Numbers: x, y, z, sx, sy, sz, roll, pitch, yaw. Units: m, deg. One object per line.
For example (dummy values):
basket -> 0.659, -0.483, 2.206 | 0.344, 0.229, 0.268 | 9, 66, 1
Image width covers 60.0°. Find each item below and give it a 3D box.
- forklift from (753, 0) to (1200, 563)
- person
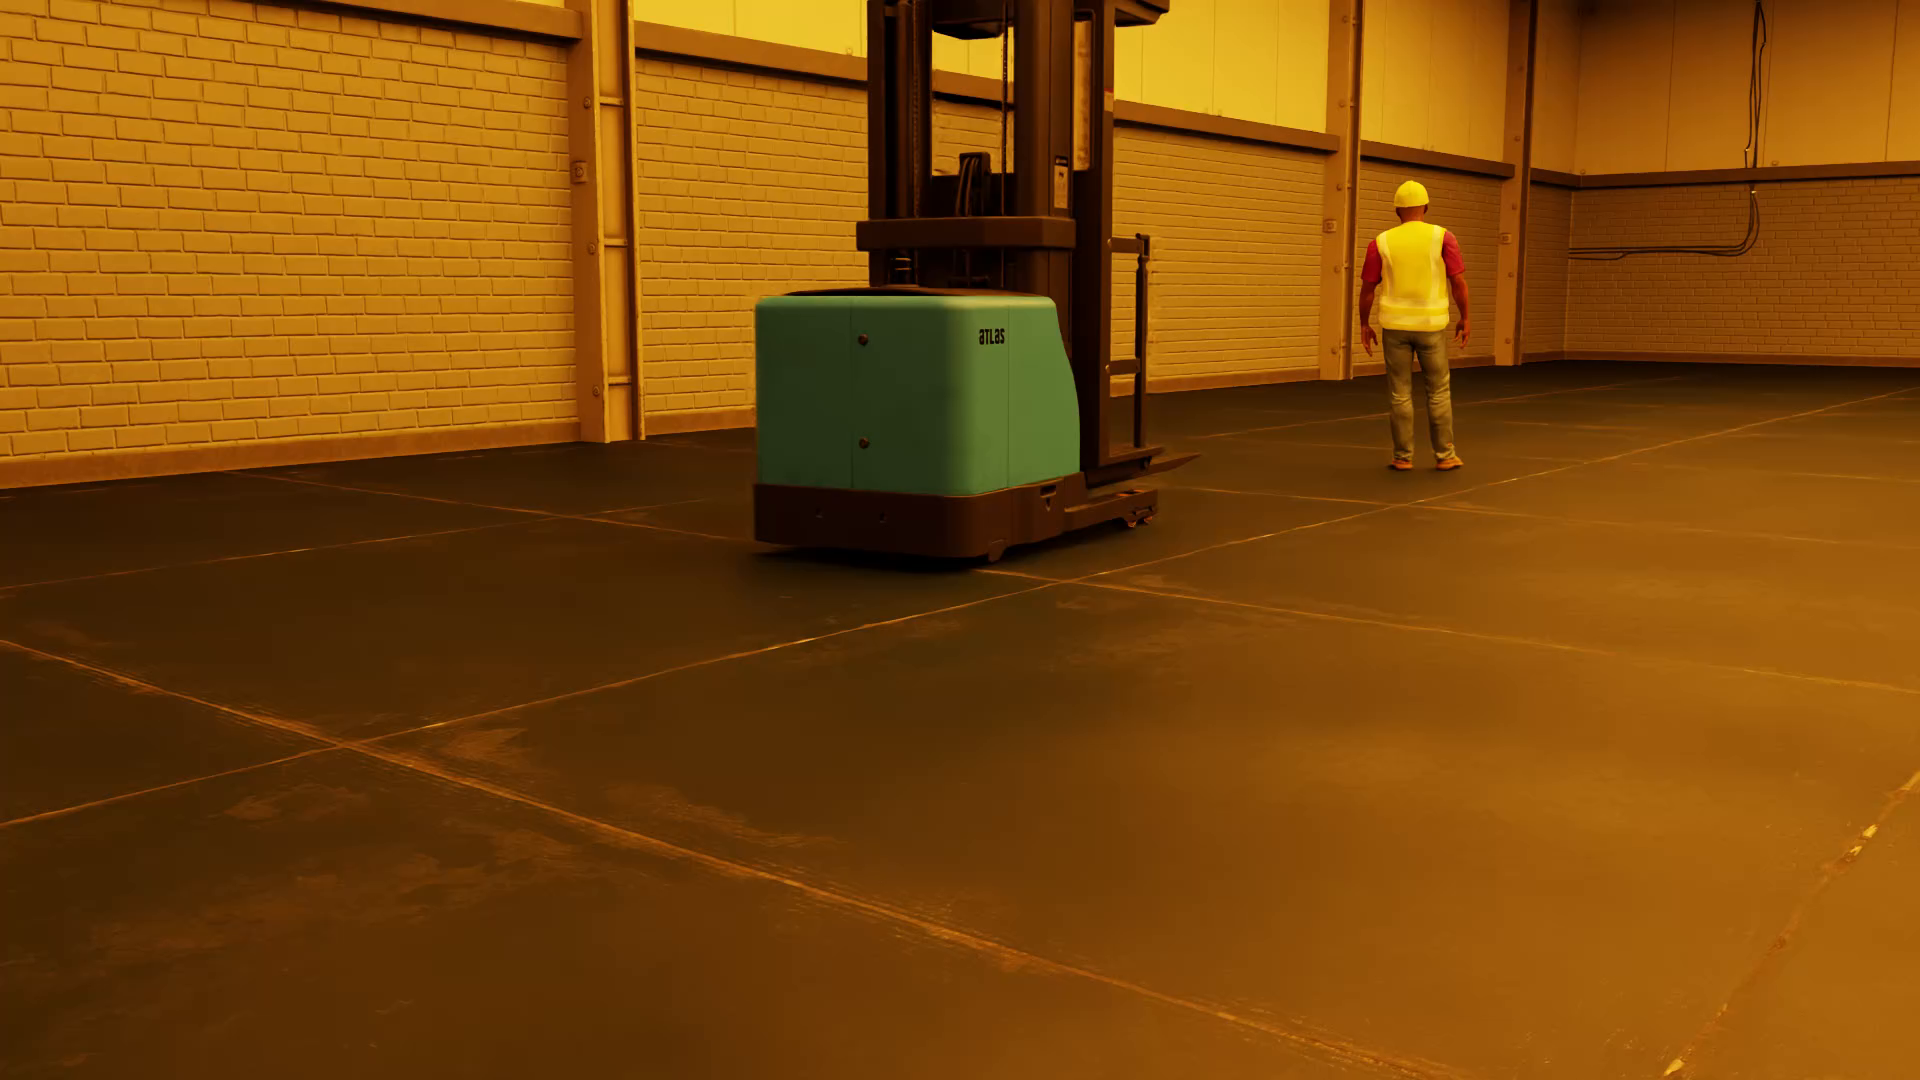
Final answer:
forklift -> 0.293, -1.533, 7.757 | 1.130, 2.935, 3.031 | 5, 9, 28
person -> 2.826, -1.326, 10.330 | 0.665, 1.768, 0.565 | 3, 9, 20
